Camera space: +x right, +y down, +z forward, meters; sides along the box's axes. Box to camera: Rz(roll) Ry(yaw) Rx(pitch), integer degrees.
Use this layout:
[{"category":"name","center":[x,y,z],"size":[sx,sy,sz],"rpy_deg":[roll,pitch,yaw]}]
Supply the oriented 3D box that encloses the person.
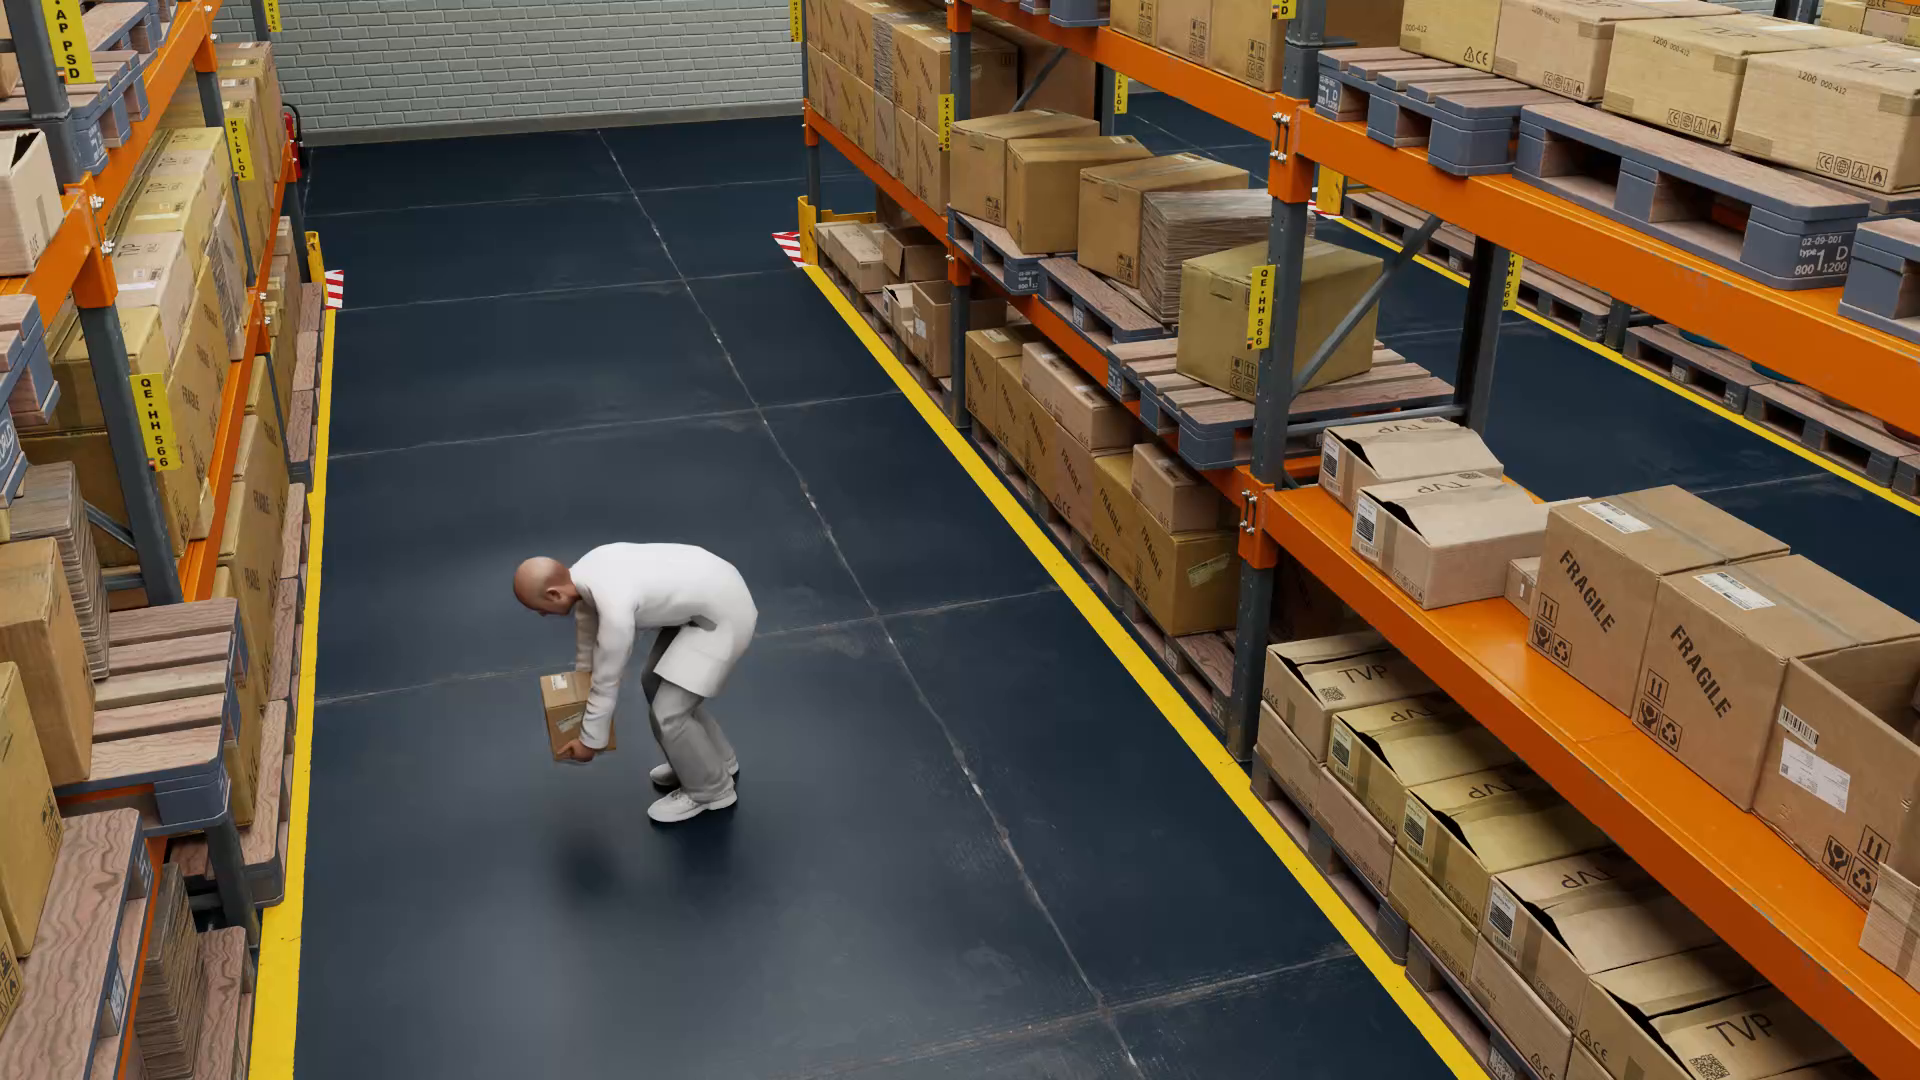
[{"category":"person","center":[-1.262,0.561,6.665],"size":[0.926,1.177,0.571],"rpy_deg":[-9,27,-18]}]
